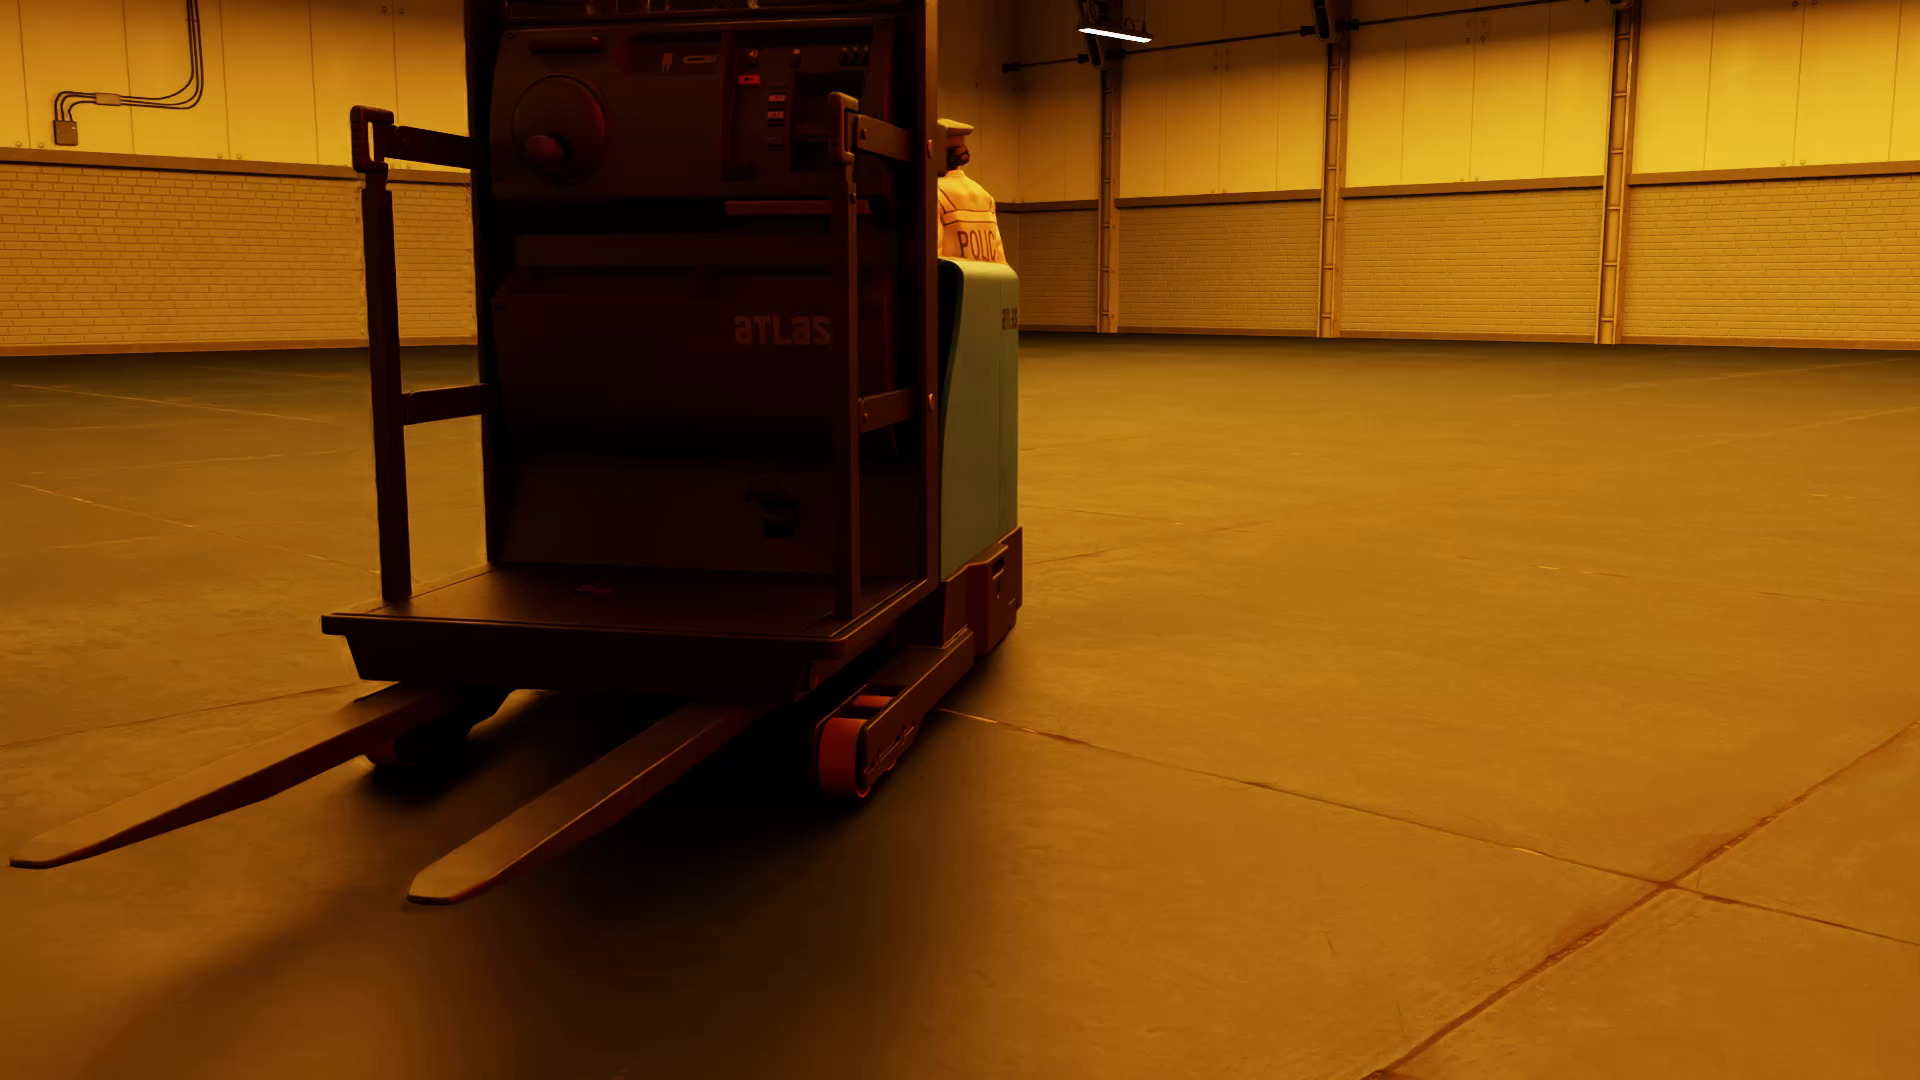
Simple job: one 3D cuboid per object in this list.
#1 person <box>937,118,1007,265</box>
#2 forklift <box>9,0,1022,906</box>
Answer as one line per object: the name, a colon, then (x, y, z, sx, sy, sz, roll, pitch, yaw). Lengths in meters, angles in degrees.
person: (-0.028, -0.823, 6.606, 0.372, 1.663, 0.529, 8, 11, 41)
forklift: (-0.645, -0.995, 3.482, 1.130, 2.935, 3.031, 2, 9, 13)
